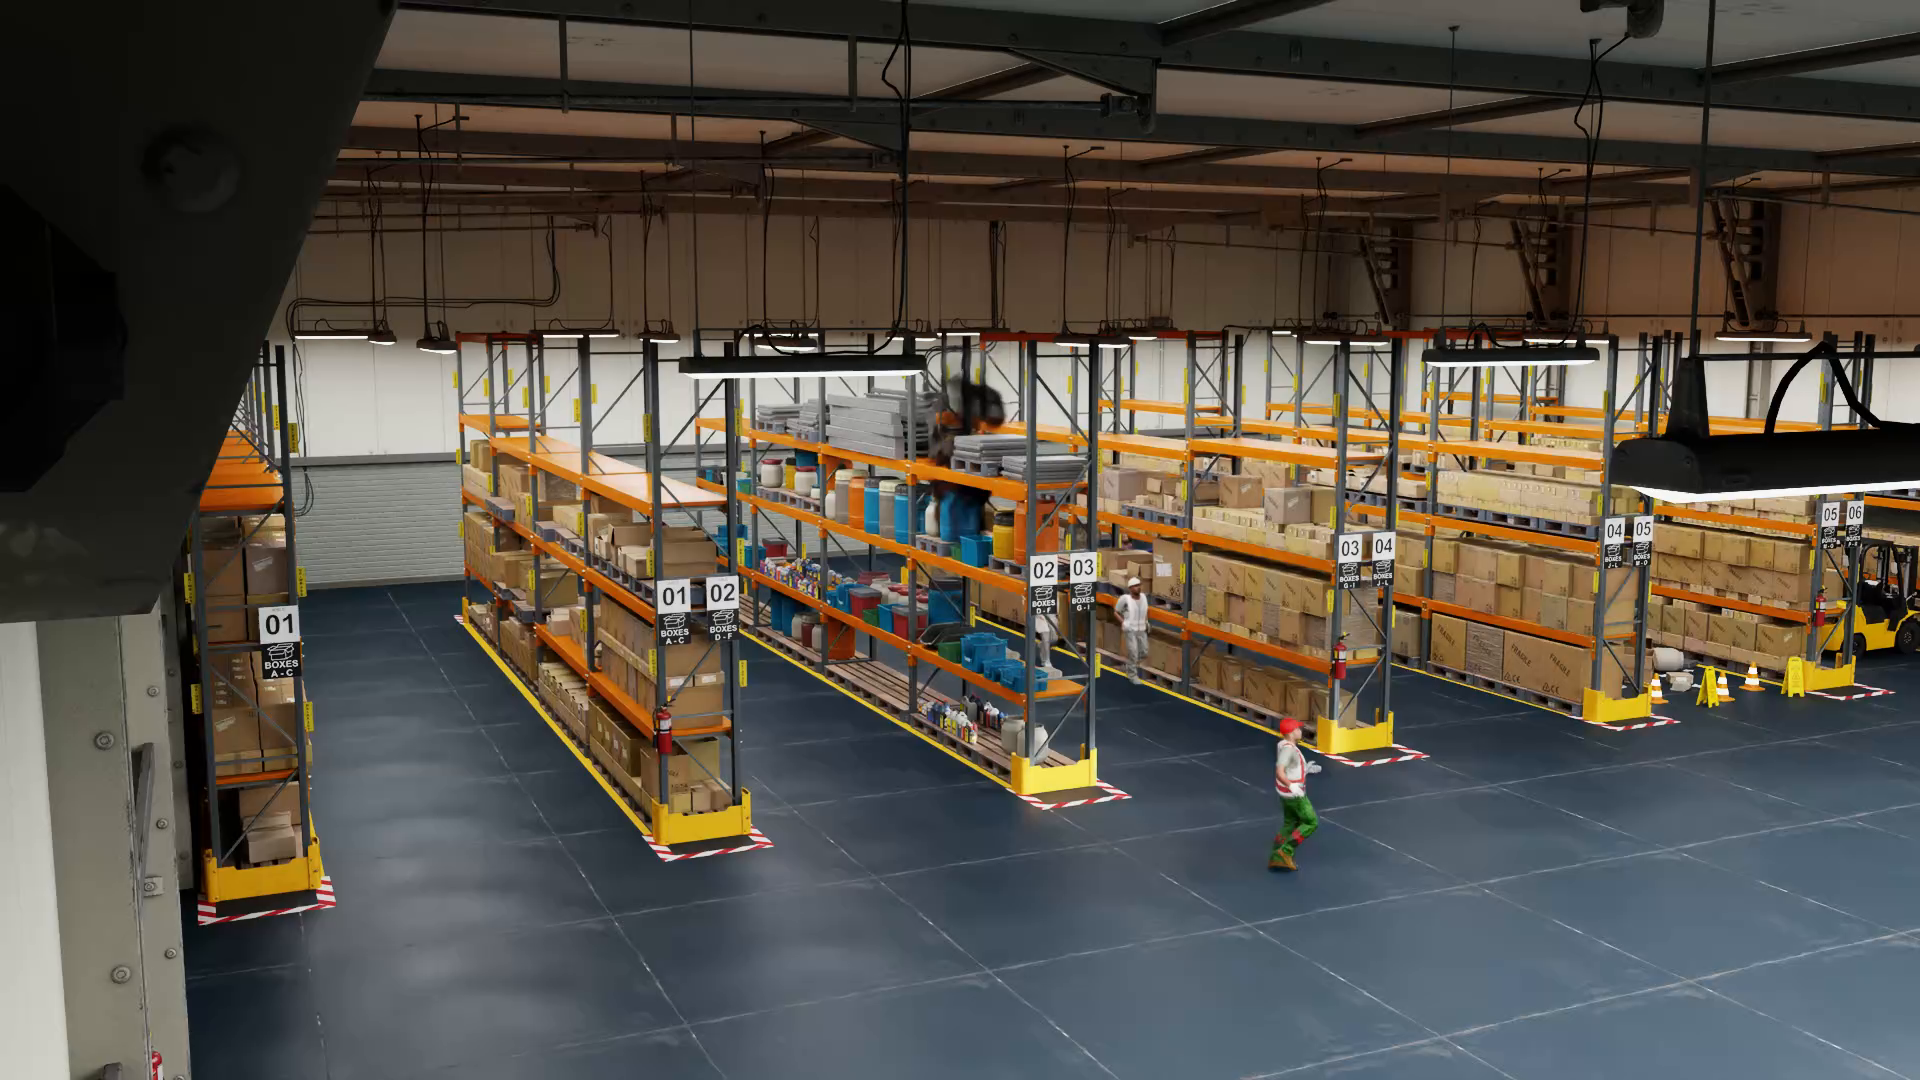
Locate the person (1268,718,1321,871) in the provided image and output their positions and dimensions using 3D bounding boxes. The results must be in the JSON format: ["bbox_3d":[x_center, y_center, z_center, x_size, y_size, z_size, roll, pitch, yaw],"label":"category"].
[{"bbox_3d":[3.856,2.899,19.011,0.614,1.762,0.640,0,8,-1],"label":"person"}]

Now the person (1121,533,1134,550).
[{"bbox_3d":[3.660,0.616,36.704,0.521,1.567,0.540,-3,8,-19],"label":"person"}]

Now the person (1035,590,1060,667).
[{"bbox_3d":[1.499,1.424,30.067,0.721,1.746,0.639,-4,8,-25],"label":"person"}]

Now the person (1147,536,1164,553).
[{"bbox_3d":[4.279,0.733,35.625,0.559,1.674,0.759,-4,9,-26],"label":"person"}]

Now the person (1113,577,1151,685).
[{"bbox_3d":[2.843,1.487,27.398,0.687,1.760,0.545,-4,9,-27],"label":"person"}]
